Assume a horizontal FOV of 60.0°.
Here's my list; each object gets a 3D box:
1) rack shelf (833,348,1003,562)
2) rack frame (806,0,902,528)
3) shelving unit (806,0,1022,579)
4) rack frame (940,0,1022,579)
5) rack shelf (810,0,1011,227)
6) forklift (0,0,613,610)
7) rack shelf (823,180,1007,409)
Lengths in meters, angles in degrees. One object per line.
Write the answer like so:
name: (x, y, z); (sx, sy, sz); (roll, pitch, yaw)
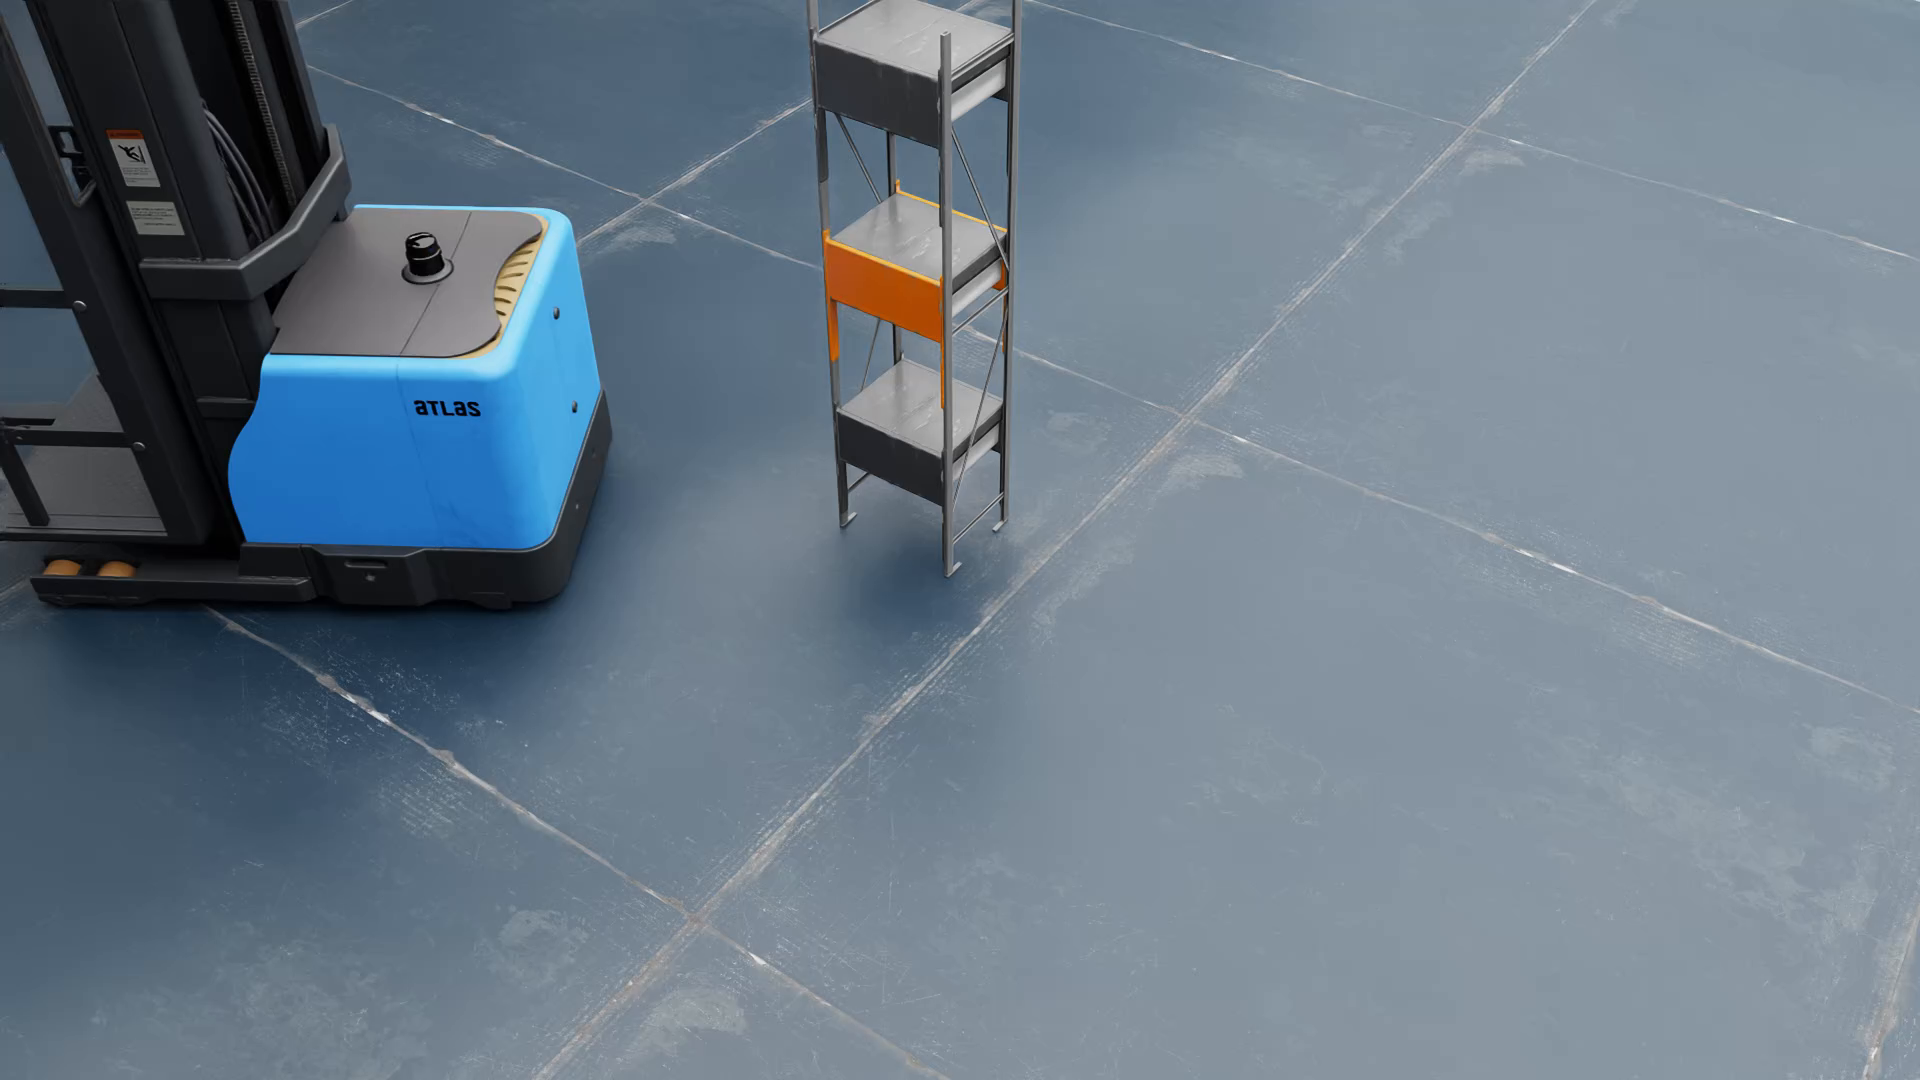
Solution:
rack shelf: (-0.136, -0.314, 6.097); (0.480, 0.518, 0.431); (25, 48, 25)
rack frame: (-0.335, -0.939, 5.725); (0.015, 2.100, 0.400); (25, 48, 25)
shelving unit: (-0.136, -0.846, 5.621); (0.503, 2.100, 0.431); (25, 48, 25)
rack frame: (0.064, -0.752, 5.516); (0.015, 2.100, 0.400); (25, 48, 25)
rack shelf: (-0.136, -1.357, 5.163); (0.480, 0.518, 0.431); (25, 48, 25)
forklift: (-2.909, -1.205, 5.398); (3.031, 2.935, 1.130); (2, 42, 2)
rack shelf: (-0.136, -0.836, 5.630); (0.480, 0.518, 0.431); (25, 48, 25)
